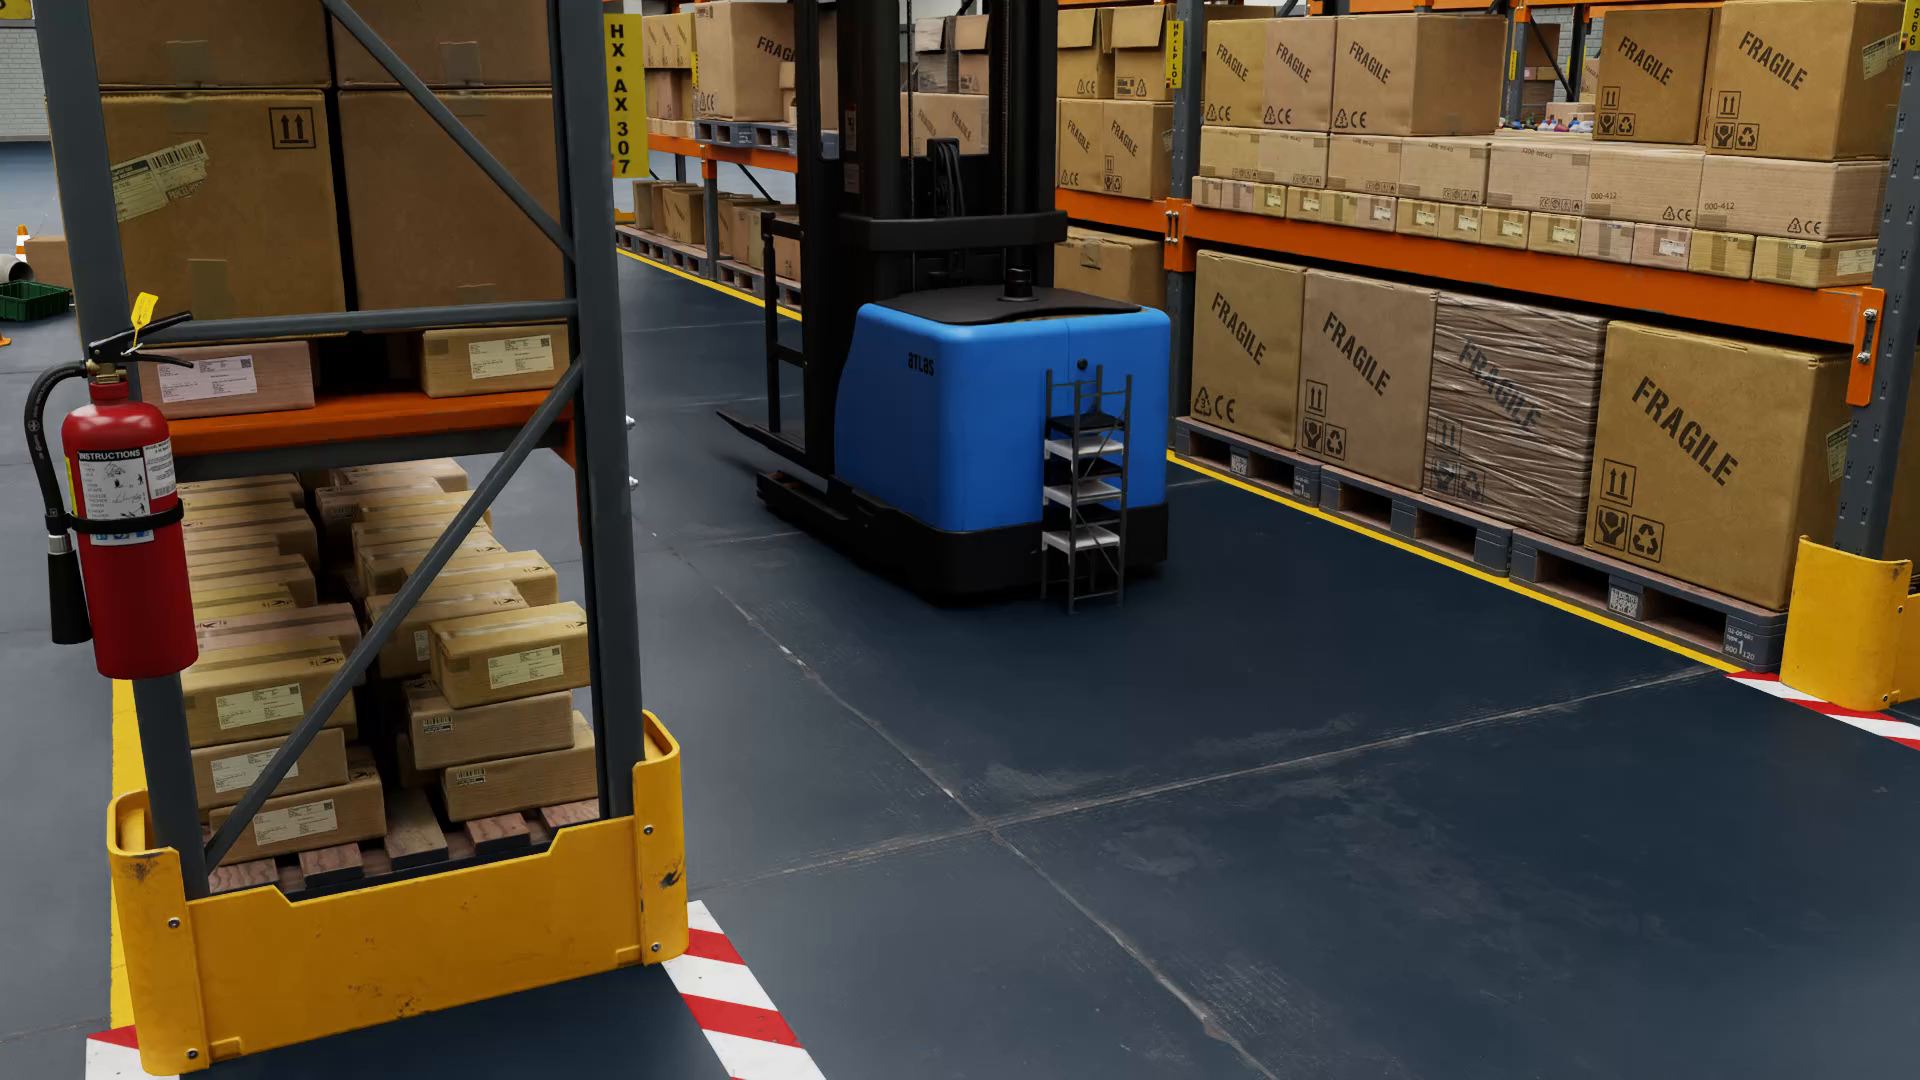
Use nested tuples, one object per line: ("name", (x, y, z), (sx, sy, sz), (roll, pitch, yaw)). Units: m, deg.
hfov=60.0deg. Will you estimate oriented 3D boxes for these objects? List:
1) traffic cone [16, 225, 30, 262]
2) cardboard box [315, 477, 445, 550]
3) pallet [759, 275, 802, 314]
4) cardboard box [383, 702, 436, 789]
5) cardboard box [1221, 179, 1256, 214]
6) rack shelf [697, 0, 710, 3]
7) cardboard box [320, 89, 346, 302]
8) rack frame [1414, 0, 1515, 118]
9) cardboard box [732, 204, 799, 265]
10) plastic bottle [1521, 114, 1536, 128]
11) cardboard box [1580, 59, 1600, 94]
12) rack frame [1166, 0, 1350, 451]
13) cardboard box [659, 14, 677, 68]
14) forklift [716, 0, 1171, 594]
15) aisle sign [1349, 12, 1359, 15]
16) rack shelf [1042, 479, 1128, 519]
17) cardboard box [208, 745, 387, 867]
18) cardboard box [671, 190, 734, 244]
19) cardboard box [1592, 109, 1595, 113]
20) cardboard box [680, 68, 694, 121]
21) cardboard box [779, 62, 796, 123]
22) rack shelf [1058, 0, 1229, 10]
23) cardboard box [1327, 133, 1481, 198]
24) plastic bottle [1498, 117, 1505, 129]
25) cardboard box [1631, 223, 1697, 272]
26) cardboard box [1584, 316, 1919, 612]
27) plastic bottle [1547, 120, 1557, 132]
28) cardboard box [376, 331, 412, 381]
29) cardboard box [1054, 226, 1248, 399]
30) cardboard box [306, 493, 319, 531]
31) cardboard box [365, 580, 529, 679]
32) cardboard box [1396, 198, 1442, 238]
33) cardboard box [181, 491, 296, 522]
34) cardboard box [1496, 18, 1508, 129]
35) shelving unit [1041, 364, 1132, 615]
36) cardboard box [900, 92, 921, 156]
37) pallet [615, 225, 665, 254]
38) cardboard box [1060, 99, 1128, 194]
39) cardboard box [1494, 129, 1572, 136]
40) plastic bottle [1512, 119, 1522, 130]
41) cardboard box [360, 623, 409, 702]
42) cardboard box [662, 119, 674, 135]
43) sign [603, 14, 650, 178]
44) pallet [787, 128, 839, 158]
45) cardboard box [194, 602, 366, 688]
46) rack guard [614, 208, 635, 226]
("traffic cone", (-9.236, -2.873, 16.425), (0.336, 0.463, 0.334), (-8, 18, -25))
("cardboard box", (-1.898, -0.092, 5.461), (0.380, 0.149, 0.250), (-8, 18, -25))
("pallet", (-1.056, -2.142, 14.334), (1.003, 0.211, 1.213), (-8, 18, -25))
("cardboard box", (-1.313, 0.516, 4.421), (0.380, 0.149, 0.250), (-8, 18, -25))
("cardboard box", (1.513, -1.695, 8.176), (0.380, 0.149, 0.250), (-8, 18, -27))
("rack shelf", (-1.061, -4.579, 13.634), (1.077, 0.370, 4.000), (-8, 18, -25))
("cardboard box", (-1.389, -0.894, 4.208), (0.500, 0.500, 0.500), (-8, 18, -25))
("rack frame", (4.267, -3.585, 14.306), (1.000, 3.000, 0.127), (-8, 18, -25))
("cardboard box", (-1.688, -2.834, 15.421), (0.700, 0.500, 0.500), (-9, 18, -29))
("plastic bottle", (4.828, -3.480, 14.152), (0.061, 0.283, 0.133), (-8, 18, -25))
("cardboard box", (9.607, -6.909, 24.766), (0.500, 0.500, 0.500), (-8, 18, -25))
("rack frame", (1.567, -1.995, 8.764), (1.000, 3.000, 0.127), (-8, 18, -25))
("cardboard box", (-2.602, -4.852, 16.188), (0.500, 0.500, 0.500), (-8, 18, -25))
("forklift", (-0.295, -1.562, 7.381), (1.130, 2.935, 3.031), (-8, 18, -27))
("aisle sign", (5.452, -7.468, 23.123), (0.394, 0.787, 0.004), (-8, 18, -25))
("rack shelf", (0.472, -0.158, 6.282), (0.258, 0.077, 0.200), (-8, 19, -26))
("cardboard box", (-1.601, 0.634, 4.009), (0.380, 0.149, 0.250), (-7, 18, -24))
("cardboard box", (-2.677, -3.368, 17.321), (0.500, 0.500, 0.500), (-9, 19, -30))
("cardboard box", (7.520, -4.914, 19.181), (0.396, 0.266, 0.258), (-8, 18, -26))
("cardboard box", (-2.266, -4.417, 16.483), (0.875, 0.500, 0.500), (-8, 18, -25))
("cardboard box", (-1.095, -3.811, 14.145), (0.797, 0.503, 0.637), (-6, 17, -19))
("rack shelf", (1.639, -6.169, 19.176), (1.077, 0.370, 4.000), (-8, 18, -25))
("cardboard box", (1.983, -1.666, 7.351), (0.500, 0.250, 0.500), (-7, 18, -24))
("plastic bottle", (4.369, -3.265, 13.413), (0.152, 0.276, 0.135), (-8, 18, -25))
("cardboard box", (2.643, -1.058, 5.954), (0.380, 0.149, 0.250), (-8, 18, -25))
("cardboard box", (2.968, -0.333, 6.062), (0.875, 0.875, 0.875), (-8, 18, -25))
("plastic bottle", (4.597, -3.116, 12.904), (0.097, 0.271, 0.097), (0, 16, 0))
("cardboard box", (-1.179, -0.486, 3.962), (0.380, 0.149, 0.250), (-7, 17, -23))
("cardboard box", (1.269, -1.332, 9.544), (1.225, 0.875, 0.875), (-8, 18, -25))
("cardboard box", (-2.227, -0.151, 6.208), (0.380, 0.149, 0.250), (-7, 18, -24))
("cardboard box", (-1.336, 0.229, 4.343), (0.380, 0.149, 0.250), (-7, 18, -24))
("cardboard box", (2.082, -1.374, 7.057), (0.380, 0.149, 0.250), (-8, 18, -26))
("cardboard box", (-2.309, -0.037, 5.270), (0.380, 0.149, 0.250), (-8, 18, -25))
("cardboard box", (2.225, -2.220, 7.921), (0.500, 0.500, 0.500), (-7, 18, -24))
("shelving unit", (0.472, -0.190, 6.272), (0.258, 0.900, 0.210), (-8, 19, -26))
("cardboard box", (-0.217, -2.881, 11.672), (0.500, 0.500, 0.500), (-7, 17, -23))
("pallet", (-3.332, -3.405, 18.735), (1.003, 0.211, 1.213), (-8, 18, -25))
("cardboard box", (0.906, -2.249, 9.470), (0.500, 0.500, 0.500), (-7, 17, -23))
("cardboard box", (2.449, -1.733, 7.586), (0.500, 0.250, 0.500), (-7, 18, -24))
("plastic bottle", (4.450, -3.238, 13.328), (0.097, 0.271, 0.097), (0, 16, 0))
("cardboard box", (-1.438, 0.311, 4.596), (0.380, 0.149, 0.250), (-7, 18, -24))
("cardboard box", (-2.799, -4.192, 16.874), (0.380, 0.149, 0.250), (-8, 18, -25))
("sign", (-0.695, -0.910, 3.416), (0.100, 0.325, 0.005), (-8, 18, -25))
("pallet", (-0.593, -3.058, 12.818), (1.213, 0.211, 1.003), (-8, 18, -25))
("cardboard box", (-1.701, 0.284, 4.152), (0.380, 0.149, 0.250), (-7, 18, -24))
("rack guard", (-3.656, -3.750, 19.412), (1.175, 0.500, 0.348), (-8, 18, -25))
